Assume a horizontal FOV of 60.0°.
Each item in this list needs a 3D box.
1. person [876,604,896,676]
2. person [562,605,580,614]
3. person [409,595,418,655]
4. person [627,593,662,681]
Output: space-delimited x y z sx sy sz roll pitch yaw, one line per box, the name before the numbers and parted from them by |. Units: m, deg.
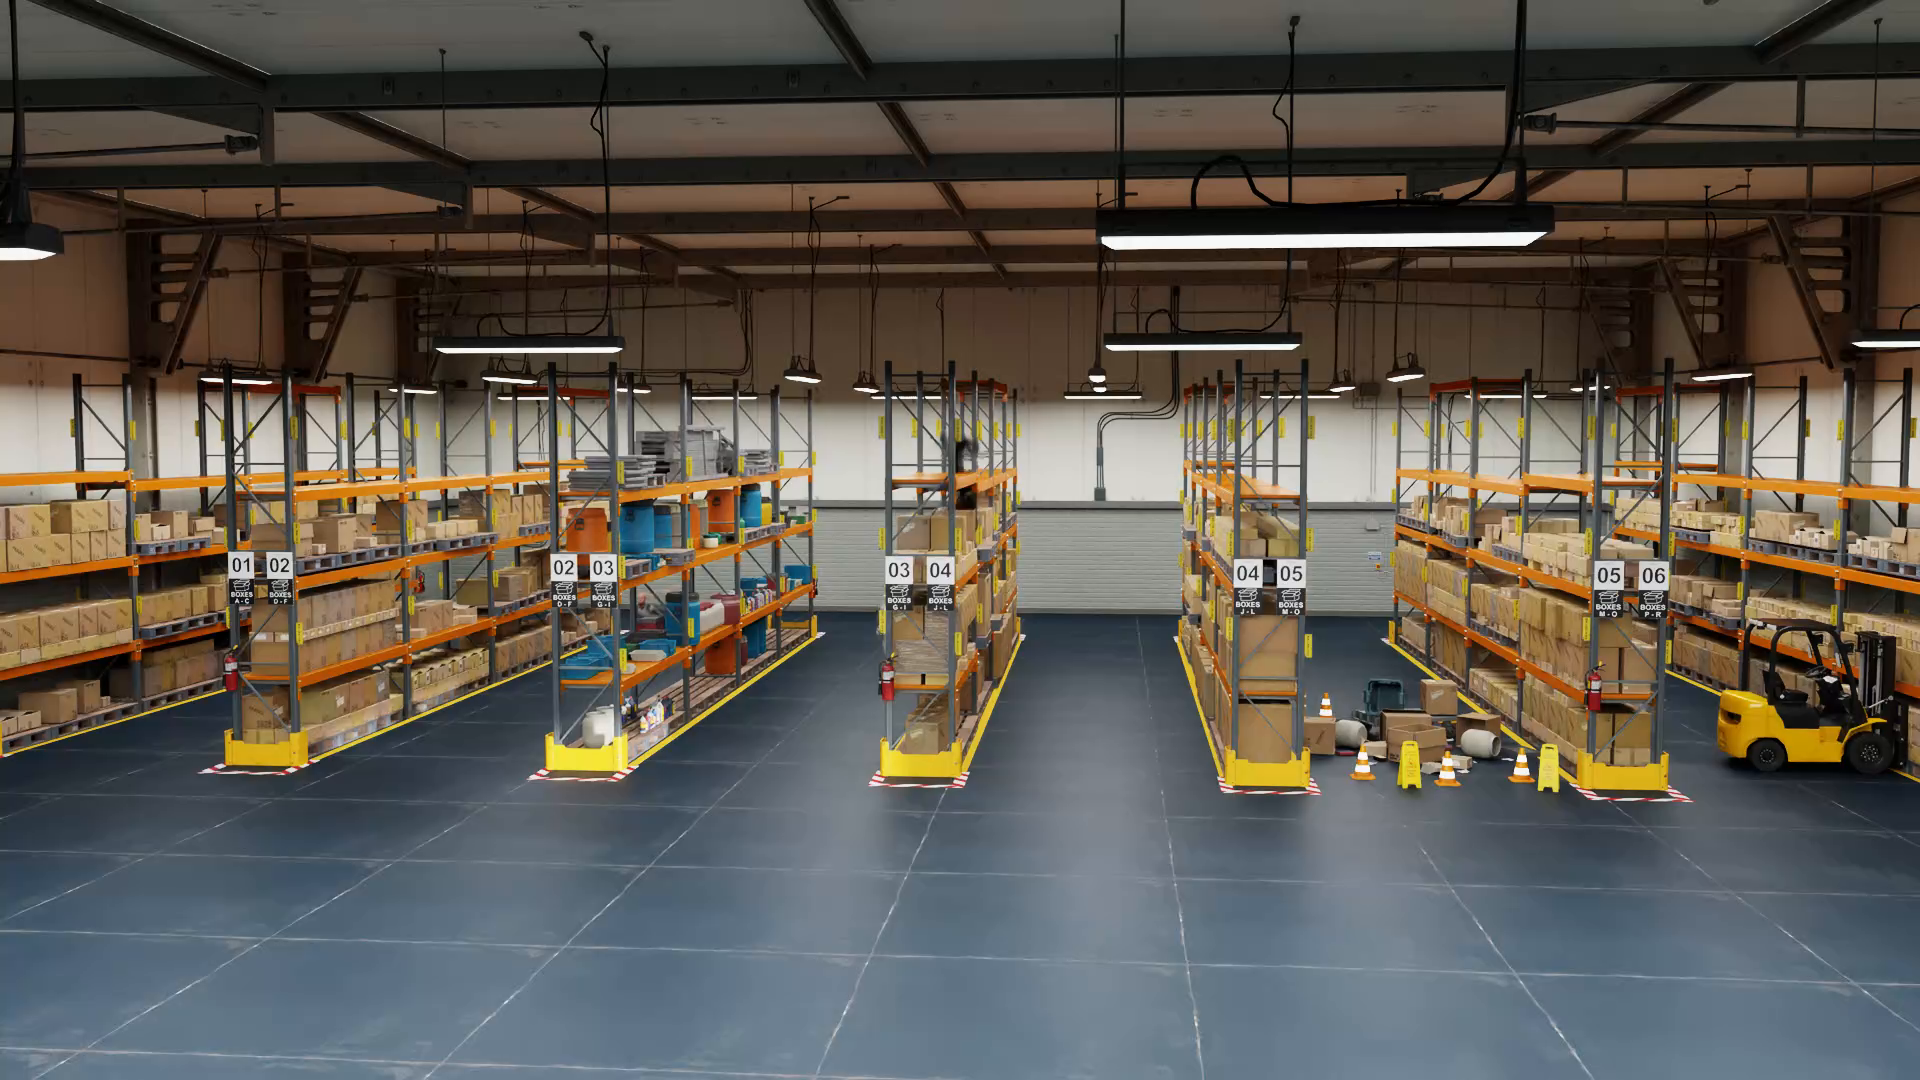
person | -1.370 1.904 33.609 0.678 1.735 0.624 0 4 2
person | -9.843 1.421 41.769 0.879 1.673 0.590 0 4 -5
person | -11.289 1.942 34.334 0.632 1.646 0.584 -1 4 -8
person | -6.387 1.946 33.506 0.605 1.772 0.833 1 4 11
